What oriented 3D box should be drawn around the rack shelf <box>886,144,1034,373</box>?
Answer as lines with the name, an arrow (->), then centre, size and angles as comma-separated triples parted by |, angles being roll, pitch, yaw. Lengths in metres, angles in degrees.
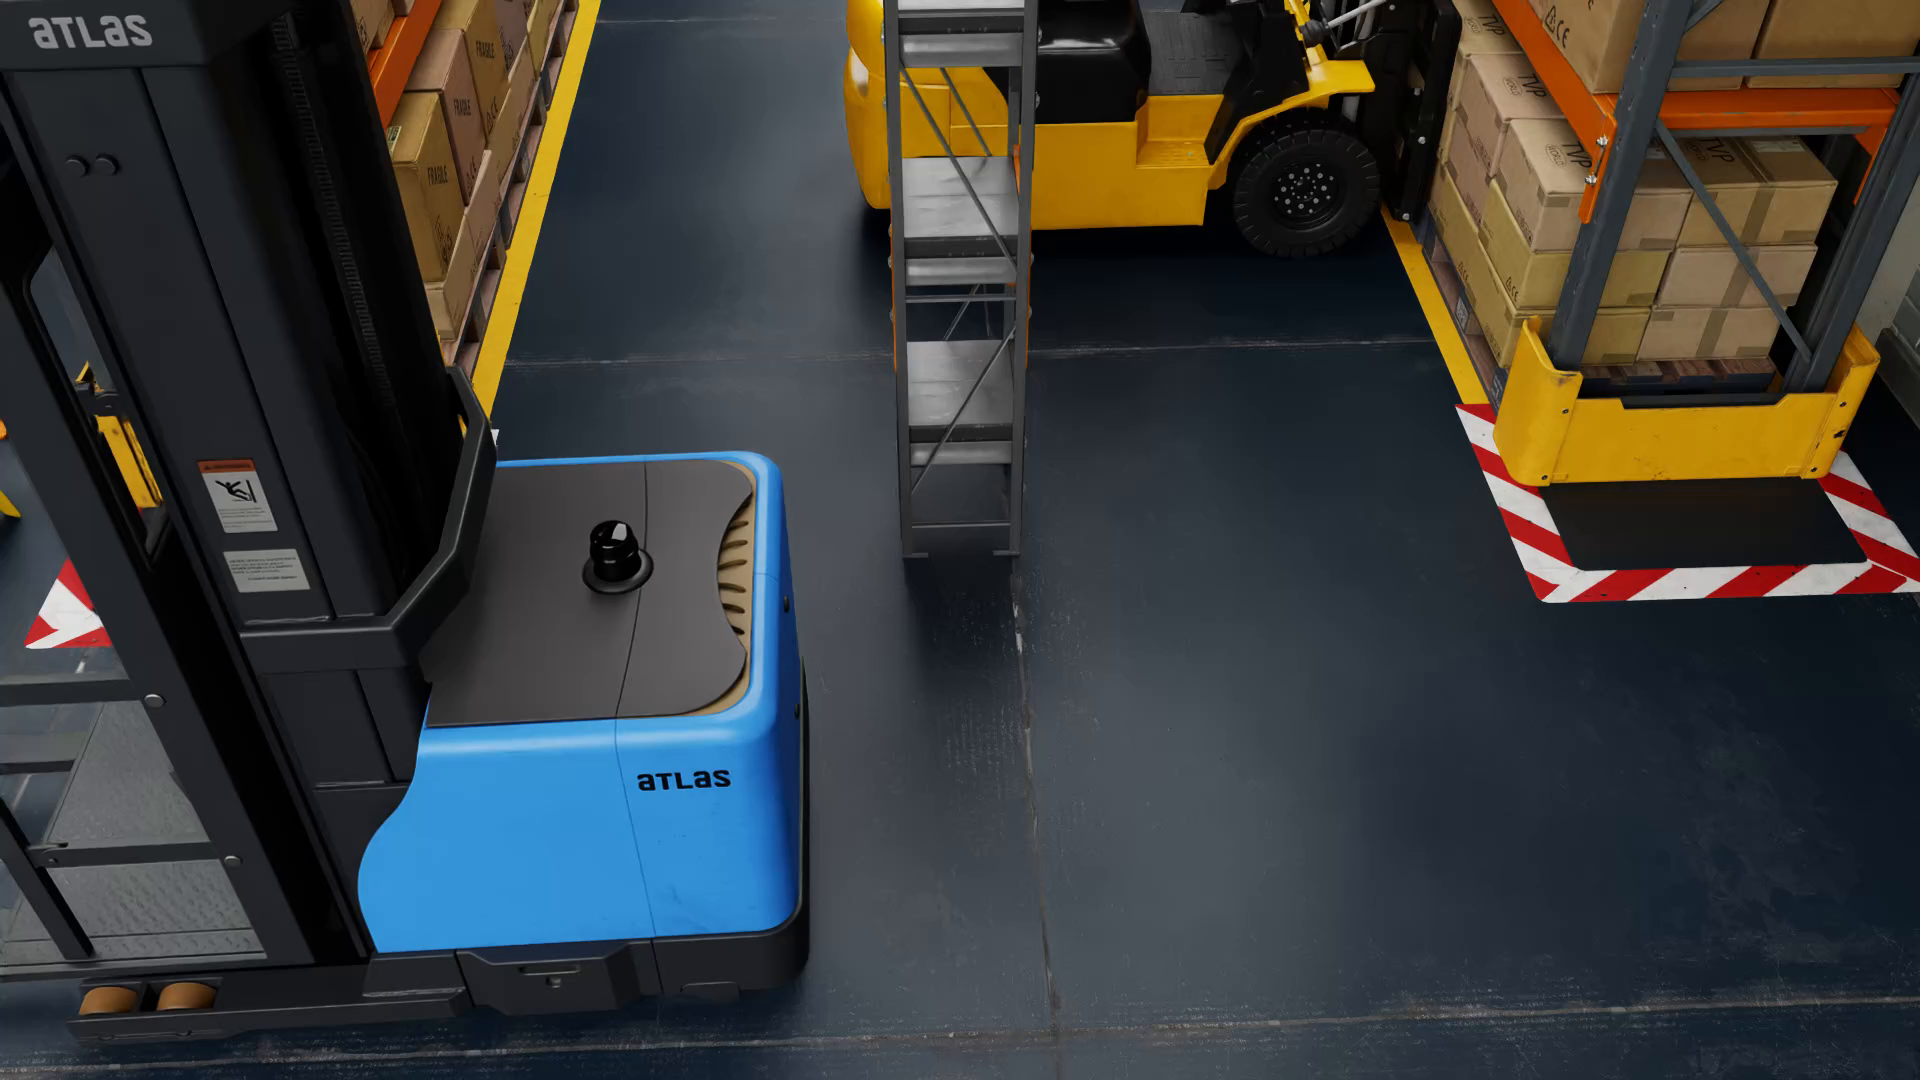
rack shelf -> -0.007, -0.876, 5.172 | 0.431, 0.518, 0.480 | -2, 43, -2

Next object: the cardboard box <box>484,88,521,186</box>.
cardboard box -> -2.203, -1.708, 7.117 | 0.500, 0.250, 0.500 | 1, 43, 1

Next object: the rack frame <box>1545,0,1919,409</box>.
rack frame -> 2.564, -1.446, 5.108 | 1.000, 3.000, 0.127 | -2, 43, -2

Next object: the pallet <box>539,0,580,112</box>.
pallet -> -2.501, -2.521, 8.345 | 1.003, 0.211, 1.213 | -2, 43, -2

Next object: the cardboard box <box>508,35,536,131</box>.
cardboard box -> -2.222, -2.049, 7.489 | 0.500, 0.250, 0.500 | -1, 43, -1

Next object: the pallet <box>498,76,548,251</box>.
pallet -> -2.447, -1.696, 7.444 | 1.003, 0.211, 1.213 | -2, 43, -2

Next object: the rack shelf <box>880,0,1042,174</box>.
rack shelf -> -0.007, -1.392, 4.699 | 0.431, 0.518, 0.480 | -2, 43, -2

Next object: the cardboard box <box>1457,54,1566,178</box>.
cardboard box -> 2.205, -1.603, 6.263 | 0.500, 0.250, 0.500 | -1, 43, -1

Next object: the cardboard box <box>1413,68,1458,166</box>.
cardboard box -> 2.177, -1.778, 6.824 | 0.500, 0.250, 0.500 | -3, 43, -3

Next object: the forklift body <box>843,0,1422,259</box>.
forklift body -> 0.661, -2.361, 6.734 | 2.313, 2.155, 1.214 | -2, 43, -2

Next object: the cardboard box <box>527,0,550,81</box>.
cardboard box -> -2.239, -2.392, 7.864 | 0.500, 0.250, 0.500 | -3, 43, -3

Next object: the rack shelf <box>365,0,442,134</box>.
rack shelf -> -2.480, -2.386, 6.666 | 1.077, 0.370, 4.000 | -2, 43, -2

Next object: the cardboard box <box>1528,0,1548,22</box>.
cardboard box -> 2.268, -2.158, 5.811 | 0.500, 0.500, 0.500 | 0, 43, 0

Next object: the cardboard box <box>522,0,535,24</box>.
cardboard box -> -2.249, -2.684, 7.628 | 0.500, 0.500, 0.500 | -1, 43, -1

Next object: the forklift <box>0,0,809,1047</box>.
forklift -> -1.943, -0.142, 3.736 | 3.031, 2.935, 1.130 | -3, 43, -3

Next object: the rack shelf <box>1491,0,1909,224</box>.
rack shelf -> 2.479, -2.531, 6.824 | 1.077, 0.370, 4.000 | -2, 43, -2

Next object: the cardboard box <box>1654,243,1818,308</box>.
cardboard box -> 2.751, -1.095, 6.079 | 0.500, 0.250, 0.500 | -1, 43, -1

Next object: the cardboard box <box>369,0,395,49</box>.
cardboard box -> -2.158, -1.795, 5.675 | 0.380, 0.149, 0.250 | -3, 43, -3

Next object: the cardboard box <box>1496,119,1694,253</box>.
cardboard box -> 2.233, -1.258, 5.887 | 0.500, 0.250, 0.500 | 0, 43, 0

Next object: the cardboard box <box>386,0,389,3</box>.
cardboard box -> -2.163, -2.125, 5.554 | 0.500, 0.500, 0.500 | 0, 43, 0

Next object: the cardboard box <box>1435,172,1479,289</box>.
cardboard box -> 2.217, -1.232, 6.598 | 0.500, 0.250, 0.500 | -2, 43, -2

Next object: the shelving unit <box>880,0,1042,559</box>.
shelving unit -> -0.007, -0.886, 5.162 | 0.431, 2.100, 0.503 | -2, 43, -2

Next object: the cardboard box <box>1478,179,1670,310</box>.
cardboard box -> 2.231, -1.091, 6.075 | 0.500, 0.250, 0.500 | -2, 43, -2

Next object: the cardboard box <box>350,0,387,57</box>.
cardboard box -> -2.138, -1.776, 5.173 | 0.500, 0.500, 0.500 | -2, 43, -2

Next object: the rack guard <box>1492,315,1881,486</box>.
rack guard -> 2.565, -0.509, 5.935 | 1.175, 0.500, 0.348 | -2, 43, -2

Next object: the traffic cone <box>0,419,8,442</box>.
traffic cone -> -3.702, -0.619, 6.083 | 0.336, 0.463, 0.334 | -2, 43, -2

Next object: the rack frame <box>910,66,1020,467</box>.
rack frame -> -0.017, -1.051, 5.342 | 0.400, 2.100, 0.015 | -2, 43, -2

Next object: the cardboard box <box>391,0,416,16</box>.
cardboard box -> -2.123, -1.968, 5.863 | 0.380, 0.149, 0.250 | -1, 43, -1

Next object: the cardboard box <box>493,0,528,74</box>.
cardboard box -> -2.226, -2.340, 7.252 | 0.500, 0.500, 0.500 | 0, 43, 0

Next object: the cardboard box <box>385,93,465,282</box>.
cardboard box -> -2.155, -1.287, 6.104 | 0.500, 0.500, 0.500 | -3, 43, -3

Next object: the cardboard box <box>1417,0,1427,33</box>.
cardboard box -> 2.160, -2.285, 7.007 | 0.500, 0.250, 0.500 | -2, 43, -3

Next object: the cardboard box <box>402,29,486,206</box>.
cardboard box -> -2.181, -1.640, 6.489 | 0.500, 0.500, 0.500 | -3, 43, -3

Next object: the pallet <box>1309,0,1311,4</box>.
pallet -> 2.386, -2.581, 8.409 | 1.003, 0.211, 1.213 | -2, 43, -2

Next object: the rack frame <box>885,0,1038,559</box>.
rack frame -> 0.003, -0.721, 4.983 | 0.400, 2.100, 0.015 | -2, 43, -2

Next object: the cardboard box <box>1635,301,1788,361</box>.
cardboard box -> 2.738, -0.925, 6.263 | 0.500, 0.250, 0.500 | -1, 43, -2

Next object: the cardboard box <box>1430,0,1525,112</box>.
cardboard box -> 2.174, -1.943, 6.634 | 0.500, 0.250, 0.500 | -1, 43, -1

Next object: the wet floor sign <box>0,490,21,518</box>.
wet floor sign -> -3.456, -0.274, 5.572 | 0.267, 0.644, 0.232 | 12, 44, 13

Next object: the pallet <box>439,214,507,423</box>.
pallet -> -2.398, -0.874, 6.547 | 1.003, 0.211, 1.213 | -2, 43, -2

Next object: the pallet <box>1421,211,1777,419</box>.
pallet -> 2.489, -0.933, 6.612 | 1.003, 0.211, 1.213 | -2, 43, -2

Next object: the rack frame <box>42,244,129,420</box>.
rack frame -> -2.395, -1.301, 4.950 | 1.000, 3.000, 0.127 | -2, 43, -2

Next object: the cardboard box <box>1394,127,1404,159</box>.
cardboard box -> 2.160, -1.920, 7.348 | 0.500, 0.250, 0.500 | 0, 43, 0

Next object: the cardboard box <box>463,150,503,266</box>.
cardboard box -> -2.167, -1.340, 6.716 | 0.500, 0.250, 0.500 | 0, 43, 0

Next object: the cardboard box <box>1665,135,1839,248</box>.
cardboard box -> 2.732, -1.286, 5.917 | 0.500, 0.250, 0.500 | -2, 43, -2

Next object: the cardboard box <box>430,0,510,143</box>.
cardboard box -> -2.195, -1.979, 6.858 | 0.500, 0.500, 0.500 | -1, 43, -1

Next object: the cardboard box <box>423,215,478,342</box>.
cardboard box -> -2.153, -0.995, 6.340 | 0.500, 0.250, 0.500 | -2, 43, -2

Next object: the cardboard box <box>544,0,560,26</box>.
cardboard box -> -2.272, -2.751, 8.256 | 0.500, 0.250, 0.500 | 0, 43, 0

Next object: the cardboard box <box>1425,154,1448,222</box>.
cardboard box -> 2.204, -1.570, 6.967 | 0.500, 0.250, 0.500 | -1, 43, -1

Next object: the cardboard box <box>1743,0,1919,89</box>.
cardboard box -> 2.820, -1.826, 5.448 | 0.500, 0.500, 0.500 | 0, 43, 0

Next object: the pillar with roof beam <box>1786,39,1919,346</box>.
pillar with roof beam -> -0.866, -4.030, 3.487 | 9.100, 9.000, 0.400 | -2, 43, -2

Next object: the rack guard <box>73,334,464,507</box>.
rack guard -> -2.399, -0.431, 5.850 | 1.175, 0.500, 0.348 | -2, 43, -2

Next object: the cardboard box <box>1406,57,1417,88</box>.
cardboard box -> 2.160, -2.116, 7.193 | 0.500, 0.250, 0.500 | -2, 43, -2

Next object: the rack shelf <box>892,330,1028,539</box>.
rack shelf -> -0.007, -0.360, 5.645 | 0.431, 0.518, 0.480 | -2, 43, -2

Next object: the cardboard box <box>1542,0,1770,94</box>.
cardboard box -> 2.280, -1.808, 5.428 | 0.500, 0.500, 0.500 | -3, 43, -3

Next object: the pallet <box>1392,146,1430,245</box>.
pallet -> 2.441, -1.755, 7.508 | 1.003, 0.211, 1.213 | -2, 43, -2

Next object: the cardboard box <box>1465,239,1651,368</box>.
cardboard box -> 2.228, -0.896, 6.231 | 0.500, 0.250, 0.500 | -1, 43, -1

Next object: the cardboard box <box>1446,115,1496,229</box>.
cardboard box -> 2.220, -1.430, 6.445 | 0.500, 0.250, 0.500 | -2, 43, -2
